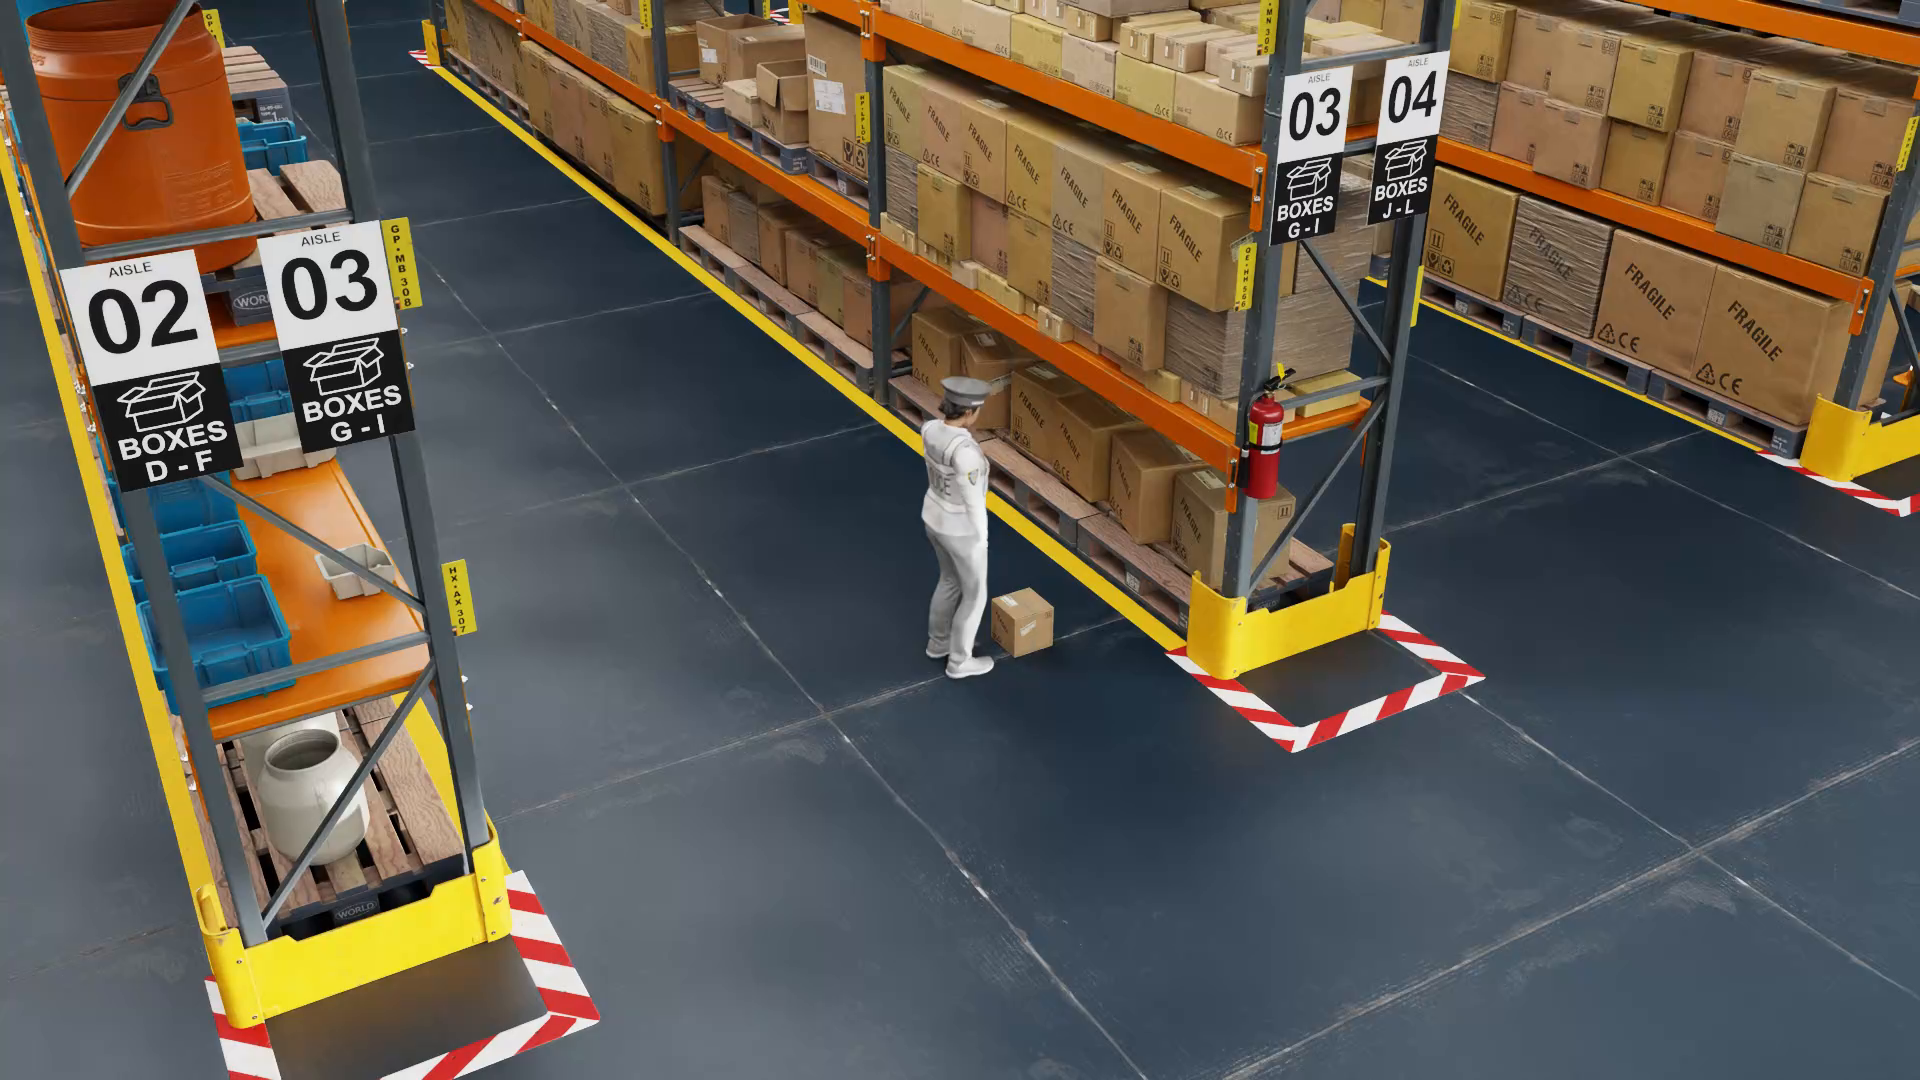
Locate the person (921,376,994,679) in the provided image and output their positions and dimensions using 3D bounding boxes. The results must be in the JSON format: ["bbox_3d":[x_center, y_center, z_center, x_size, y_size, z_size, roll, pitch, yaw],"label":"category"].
[{"bbox_3d":[-0.016,-0.068,8.694,0.352,1.656,0.479,-15,33,-25],"label":"person"}]
